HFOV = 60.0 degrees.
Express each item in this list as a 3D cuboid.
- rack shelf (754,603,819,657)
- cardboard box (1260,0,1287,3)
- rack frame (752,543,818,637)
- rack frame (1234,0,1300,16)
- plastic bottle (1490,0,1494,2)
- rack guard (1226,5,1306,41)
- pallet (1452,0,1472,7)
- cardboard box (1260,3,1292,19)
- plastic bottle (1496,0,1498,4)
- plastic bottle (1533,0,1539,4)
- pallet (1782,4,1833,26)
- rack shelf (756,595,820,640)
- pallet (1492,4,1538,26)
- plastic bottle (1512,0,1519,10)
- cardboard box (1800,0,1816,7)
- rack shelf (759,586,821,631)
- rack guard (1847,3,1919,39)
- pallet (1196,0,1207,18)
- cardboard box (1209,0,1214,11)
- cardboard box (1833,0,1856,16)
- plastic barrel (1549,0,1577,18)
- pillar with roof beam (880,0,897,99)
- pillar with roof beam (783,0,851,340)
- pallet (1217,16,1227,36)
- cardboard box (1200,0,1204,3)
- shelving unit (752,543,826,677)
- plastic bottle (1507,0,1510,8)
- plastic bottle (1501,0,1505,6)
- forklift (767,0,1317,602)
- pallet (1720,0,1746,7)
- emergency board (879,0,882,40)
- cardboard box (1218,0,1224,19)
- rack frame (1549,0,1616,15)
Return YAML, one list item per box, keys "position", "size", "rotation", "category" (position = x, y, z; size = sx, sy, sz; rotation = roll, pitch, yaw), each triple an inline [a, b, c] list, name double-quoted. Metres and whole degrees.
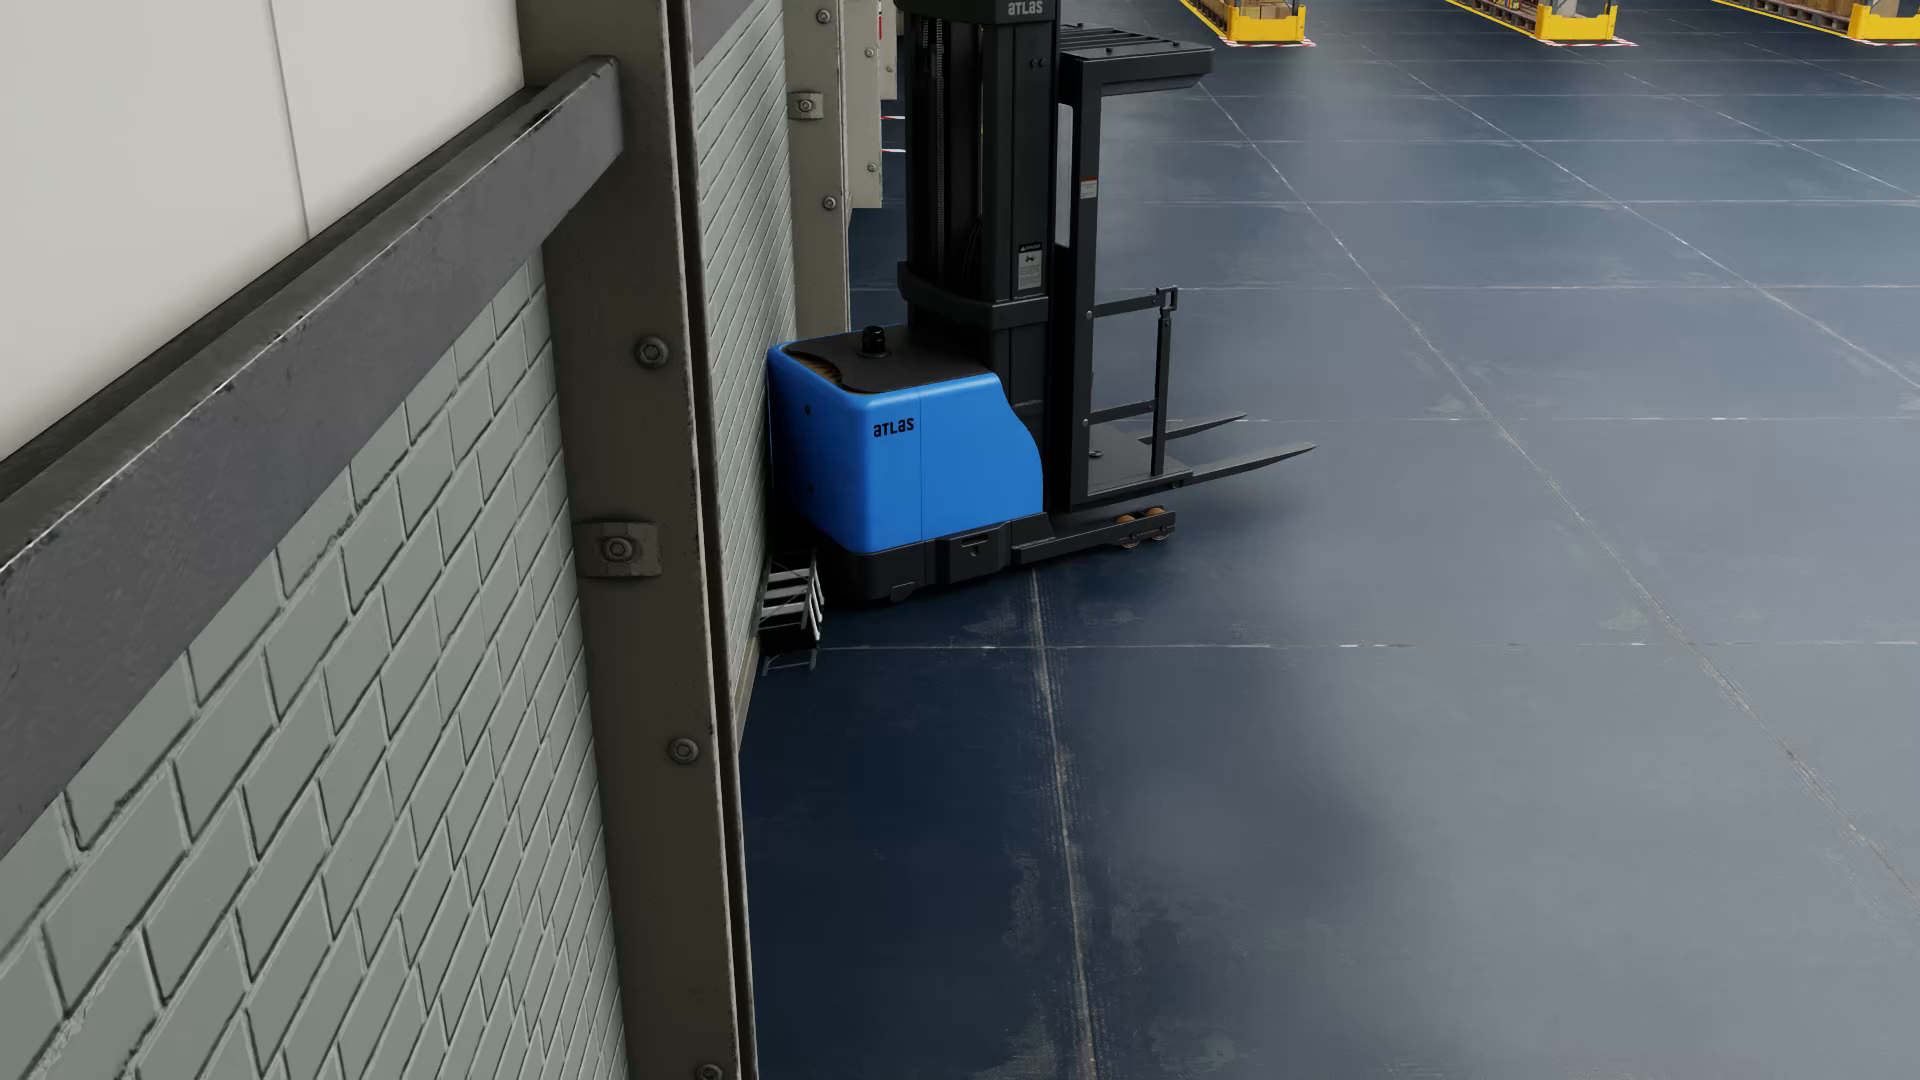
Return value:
- position: [-0.784, 0.410, 7.540]
  size: [0.258, 0.200, 0.077]
  rotation: [-9, 24, 3]
  category: "rack shelf"
- position: [5.005, -8.968, 26.857]
  size: [0.500, 0.500, 0.500]
  rotation: [0, 24, -1]
  category: "cardboard box"
- position: [-0.804, 0.221, 7.714]
  size: [0.240, 0.006, 0.900]
  rotation: [-9, 24, 3]
  category: "rack frame"
- position: [4.796, -9.260, 25.585]
  size: [1.000, 3.000, 0.127]
  rotation: [0, 24, -1]
  category: "rack frame"
- position: [9.301, -9.511, 28.819]
  size: [0.144, 0.351, 0.185]
  rotation: [-1, 24, -3]
  category: "plastic bottle"
- position: [4.796, -8.111, 26.078]
  size: [1.175, 0.500, 0.348]
  rotation: [0, 24, -1]
  category: "rack guard"
- position: [9.658, -9.982, 30.565]
  size: [1.003, 0.211, 1.213]
  rotation: [0, 24, -1]
  category: "pallet"
- position: [5.013, -8.421, 26.556]
  size: [0.500, 0.250, 0.500]
  rotation: [0, 24, -1]
  category: "cardboard box"
- position: [9.281, -9.326, 28.591]
  size: [0.097, 0.201, 0.097]
  rotation: [0, 24, 0]
  category: "plastic bottle"
- position: [9.898, -9.348, 28.542]
  size: [0.061, 0.283, 0.133]
  rotation: [0, 24, -1]
  category: "plastic bottle"
- position: [14.717, -8.900, 28.173]
  size: [1.003, 0.211, 1.213]
  rotation: [0, 24, -1]
  category: "pallet"
- position: [-0.786, 0.373, 7.622]
  size: [0.258, 0.200, 0.077]
  rotation: [-9, 24, 3]
  category: "rack shelf"
- position: [9.687, -8.878, 28.123]
  size: [1.003, 0.211, 1.213]
  rotation: [0, 24, -1]
  category: "pallet"
- position: [9.291, -8.961, 27.786]
  size: [0.097, 0.201, 0.097]
  rotation: [0, 24, 0]
  category: "plastic bottle"
- position: [14.722, -9.347, 28.301]
  size: [0.500, 0.500, 0.500]
  rotation: [-2, 24, -5]
  category: "cardboard box"
- position: [-0.787, 0.336, 7.704]
  size: [0.258, 0.200, 0.077]
  rotation: [-9, 24, 3]
  category: "rack shelf"
- position: [14.701, -8.196, 26.264]
  size: [1.175, 0.500, 0.348]
  rotation: [0, 24, -1]
  category: "rack guard"
- position: [4.719, -9.310, 29.079]
  size: [1.003, 0.211, 1.213]
  rotation: [0, 24, -1]
  category: "pallet"
- position: [4.466, -9.037, 27.917]
  size: [0.500, 0.250, 0.500]
  rotation: [0, 24, -1]
  category: "cardboard box"
- position: [14.671, -8.859, 27.222]
  size: [0.500, 0.500, 0.500]
  rotation: [6, 25, 13]
  category: "cardboard box"
- position: [9.666, -8.610, 26.656]
  size: [0.421, 0.512, 0.421]
  rotation: [0, 24, 0]
  category: "plastic barrel"
- position: [3.340, -9.801, 19.501]
  size: [9.100, 9.000, 0.400]
  rotation: [0, 24, -1]
  category: "pillar with roof beam"
- position: [3.471, -4.857, 8.568]
  size: [9.100, 9.000, 0.400]
  rotation: [0, 24, -1]
  category: "pillar with roof beam"
- position: [4.746, -8.305, 26.856]
  size: [1.003, 0.211, 1.213]
  rotation: [0, 24, -1]
  category: "pallet"
- position: [4.455, -9.449, 28.828]
  size: [0.500, 0.250, 0.500]
  rotation: [0, 24, -1]
  category: "cardboard box"
- position: [-0.788, 0.312, 7.756]
  size: [0.258, 0.210, 0.900]
  rotation: [-9, 24, 3]
  category: "shelving unit"
- position: [9.315, -9.099, 28.000]
  size: [0.152, 0.276, 0.135]
  rotation: [0, 24, 0]
  category: "plastic bottle"
- position: [9.308, -9.259, 28.262]
  size: [0.144, 0.351, 0.185]
  rotation: [1, 24, 2]
  category: "plastic bottle"
- position: [0.543, -1.467, 8.437]
  size: [3.031, 2.935, 1.130]
  rotation: [-14, 28, -28]
  category: "forklift"
- position: [14.648, -10.002, 30.608]
  size: [1.003, 0.211, 1.213]
  rotation: [0, 24, -1]
  category: "pallet"
- position: [-0.976, -6.030, 18.443]
  size: [0.194, 1.169, 0.643]
  rotation: [0, 24, -1]
  category: "emergency board"
- position: [4.477, -8.624, 27.006]
  size: [0.500, 0.250, 0.500]
  rotation: [0, 24, -1]
  category: "cardboard box"
- position: [9.749, -9.281, 25.631]
  size: [1.000, 3.000, 0.127]
  rotation: [0, 24, -1]
  category: "rack frame"
